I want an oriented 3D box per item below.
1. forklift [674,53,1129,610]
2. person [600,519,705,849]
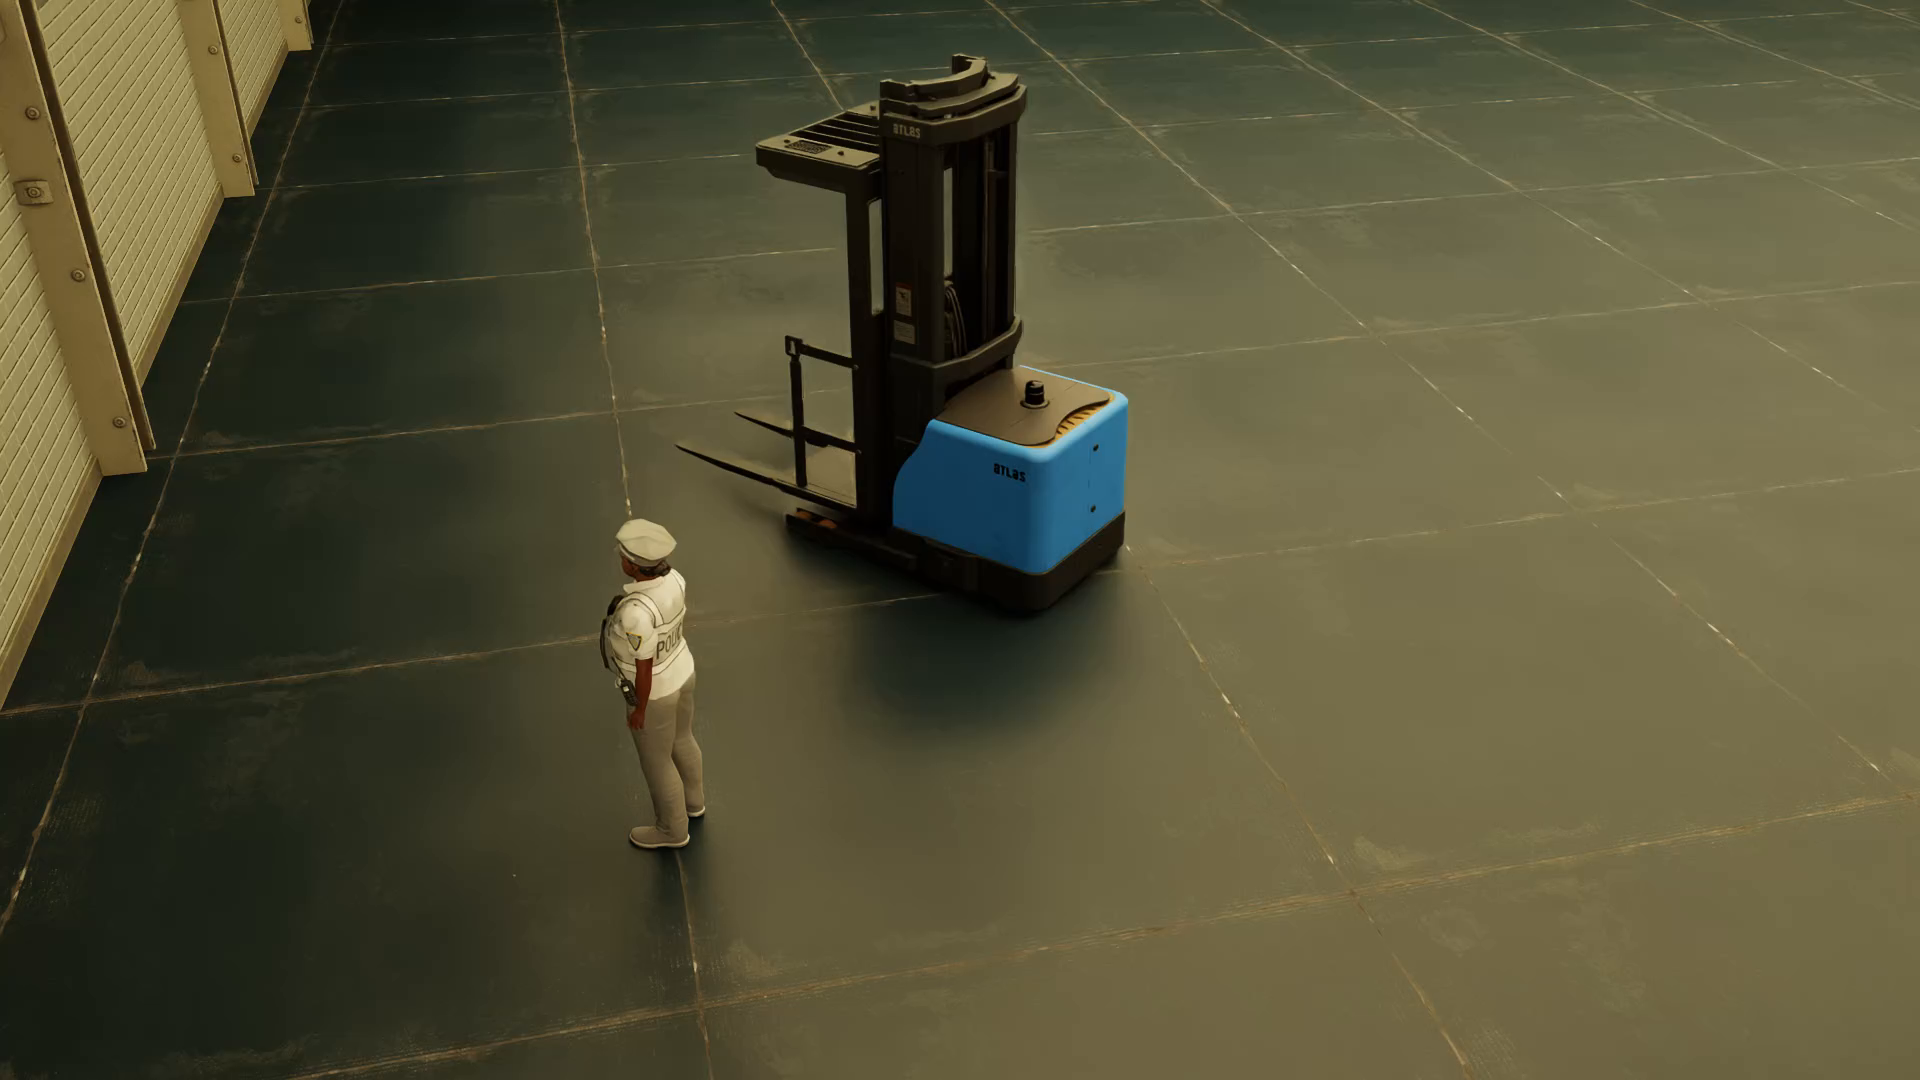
[{"bbox_3d":[-0.488,-1.426,10.038,3.031,2.935,1.130,19,35,29],"label":"forklift"},{"bbox_3d":[-1.405,0.667,7.669,0.343,1.689,0.448,9,31,15],"label":"person"}]
